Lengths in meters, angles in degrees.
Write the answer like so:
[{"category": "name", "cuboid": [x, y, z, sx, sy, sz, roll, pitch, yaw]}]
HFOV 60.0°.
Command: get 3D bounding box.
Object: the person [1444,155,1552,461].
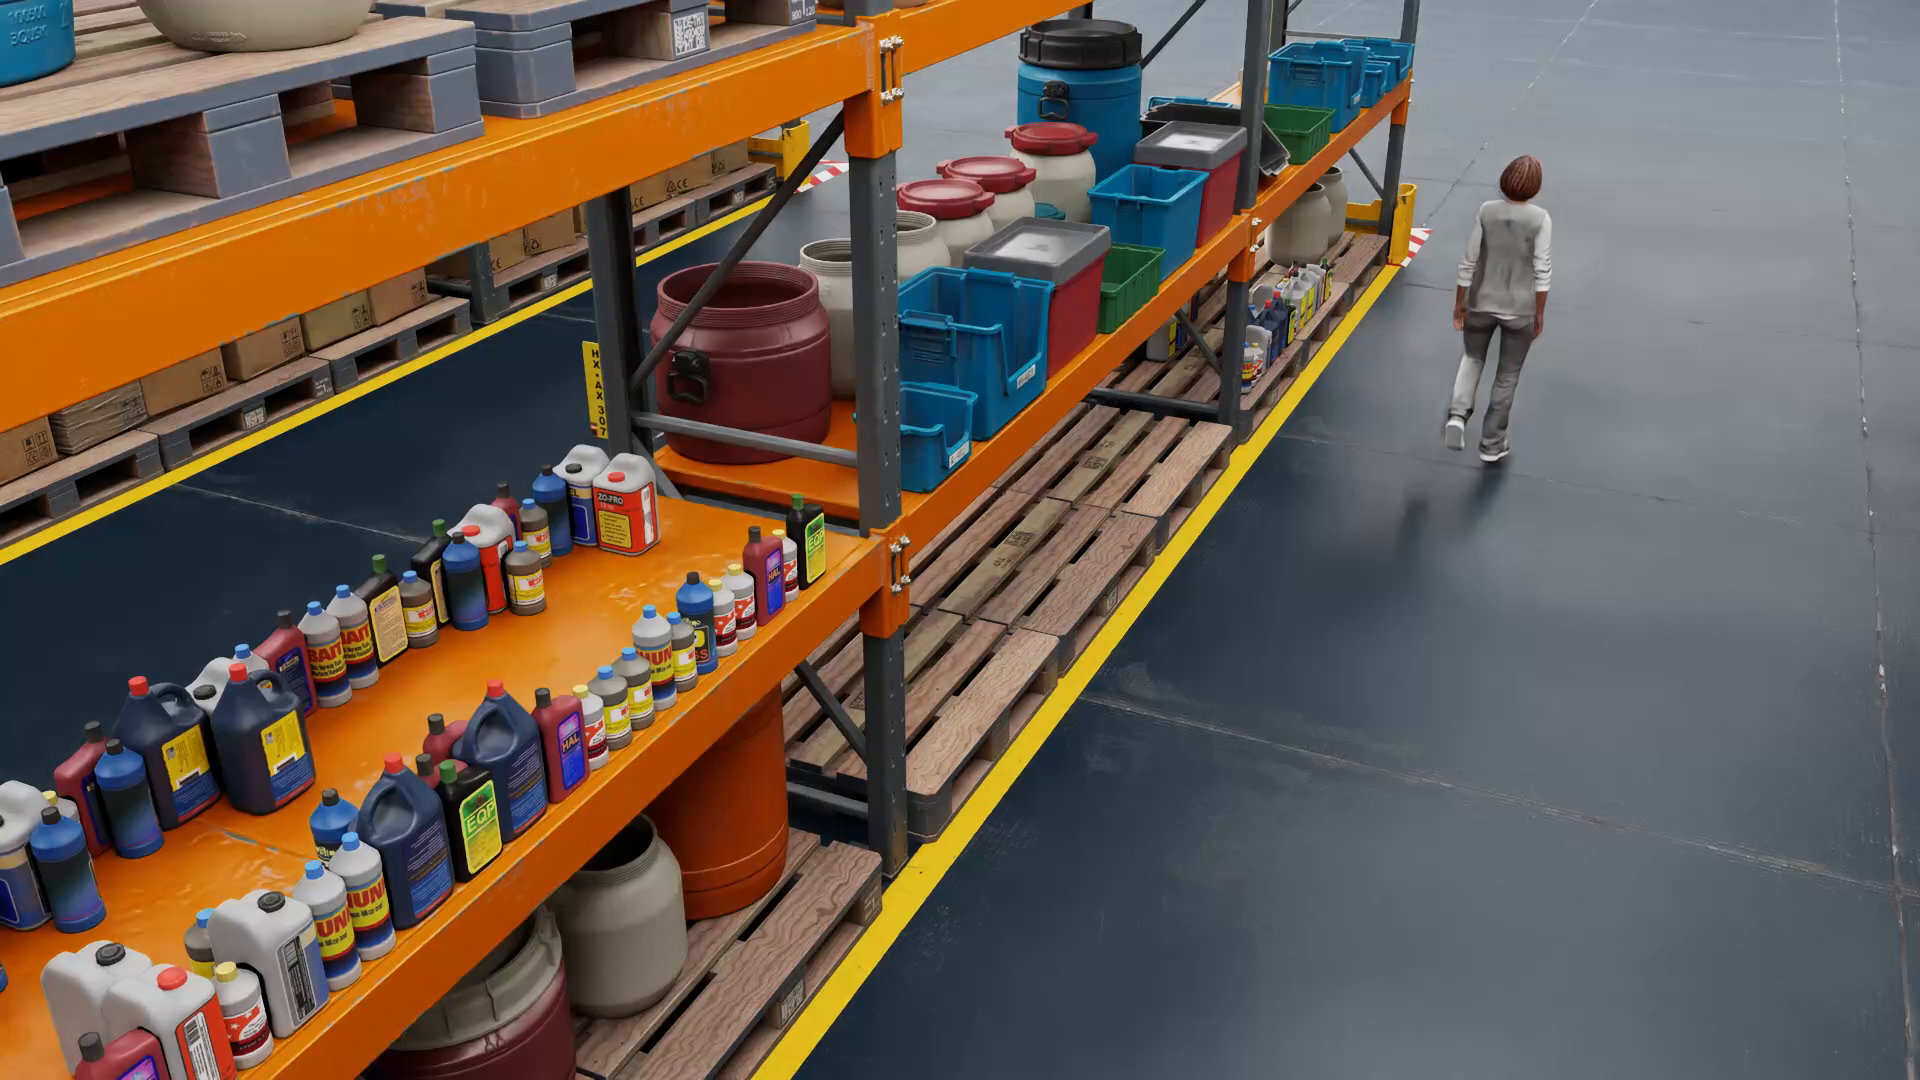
[{"category": "person", "cuboid": [2.716, -1.145, 8.422, 0.449, 1.592, 0.462, 15, 30, 27]}]
